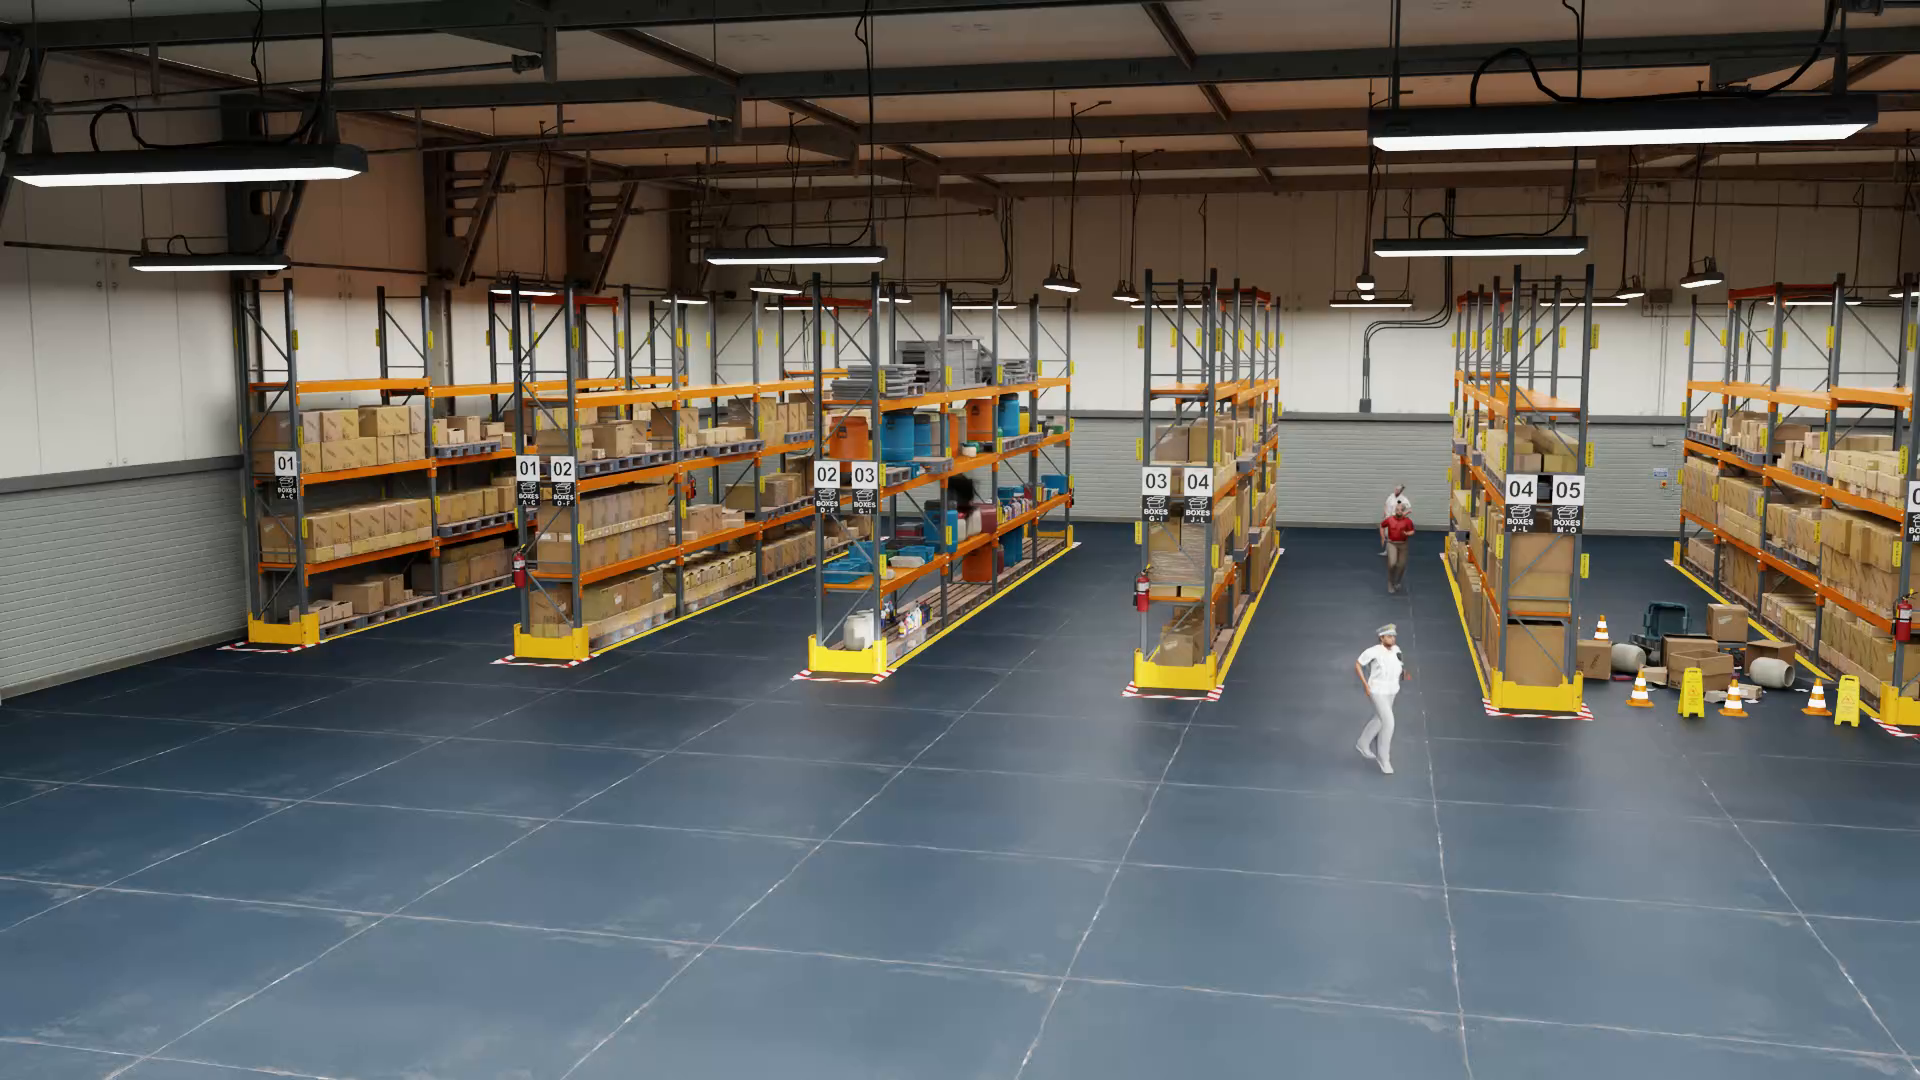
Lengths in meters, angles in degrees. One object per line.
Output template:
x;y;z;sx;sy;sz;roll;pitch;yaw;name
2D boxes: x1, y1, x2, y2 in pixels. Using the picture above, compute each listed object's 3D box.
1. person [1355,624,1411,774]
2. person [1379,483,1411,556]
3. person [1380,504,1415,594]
4.965;1.833;19.577;0.571;1.742;0.769;-4;8;-33;person
10.118;-0.473;38.631;0.708;1.707;0.557;6;9;42;person
8.724;0.189;33.158;0.631;1.798;0.768;0;7;4;person
